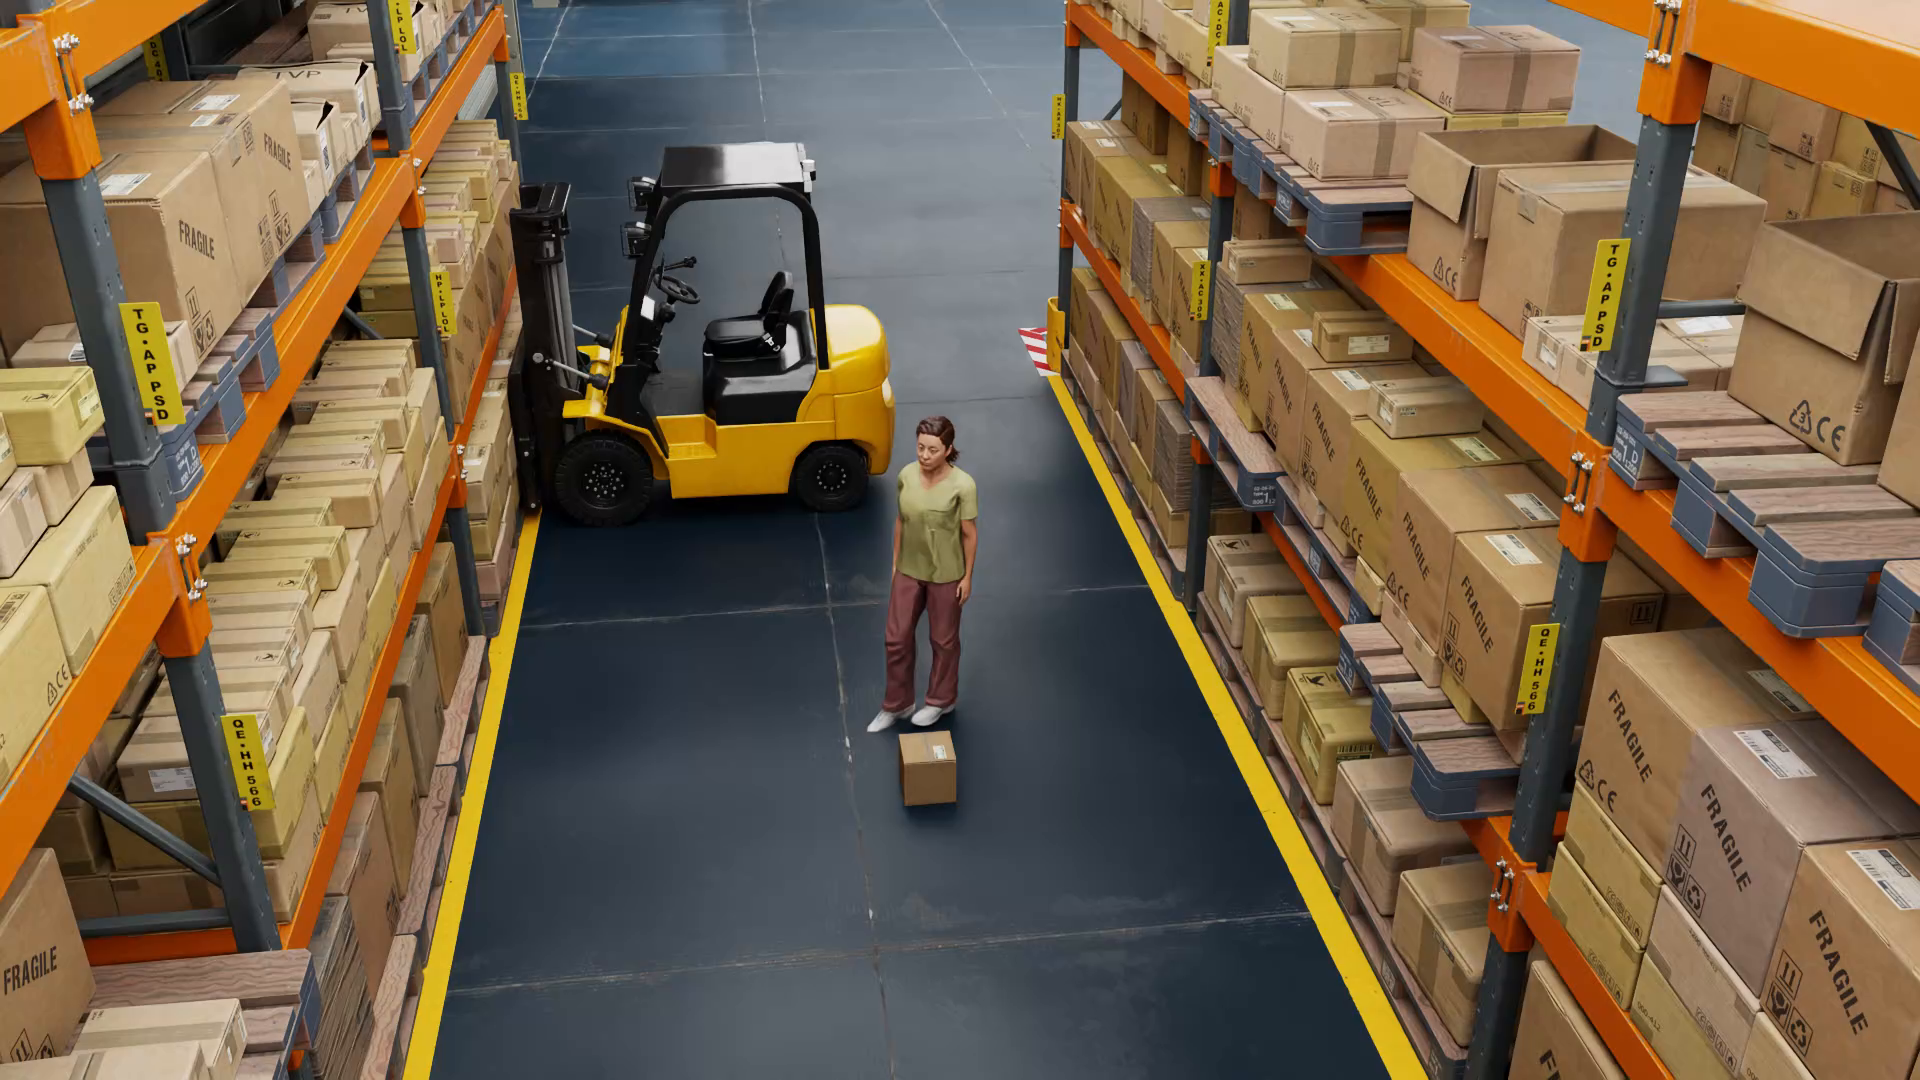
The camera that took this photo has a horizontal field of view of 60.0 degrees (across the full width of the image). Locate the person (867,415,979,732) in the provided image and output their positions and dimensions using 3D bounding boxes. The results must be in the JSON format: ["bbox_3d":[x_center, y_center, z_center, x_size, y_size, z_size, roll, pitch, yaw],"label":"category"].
[{"bbox_3d":[-0.181,0.200,8.272,0.499,1.719,0.466,11,29,20],"label":"person"}]
